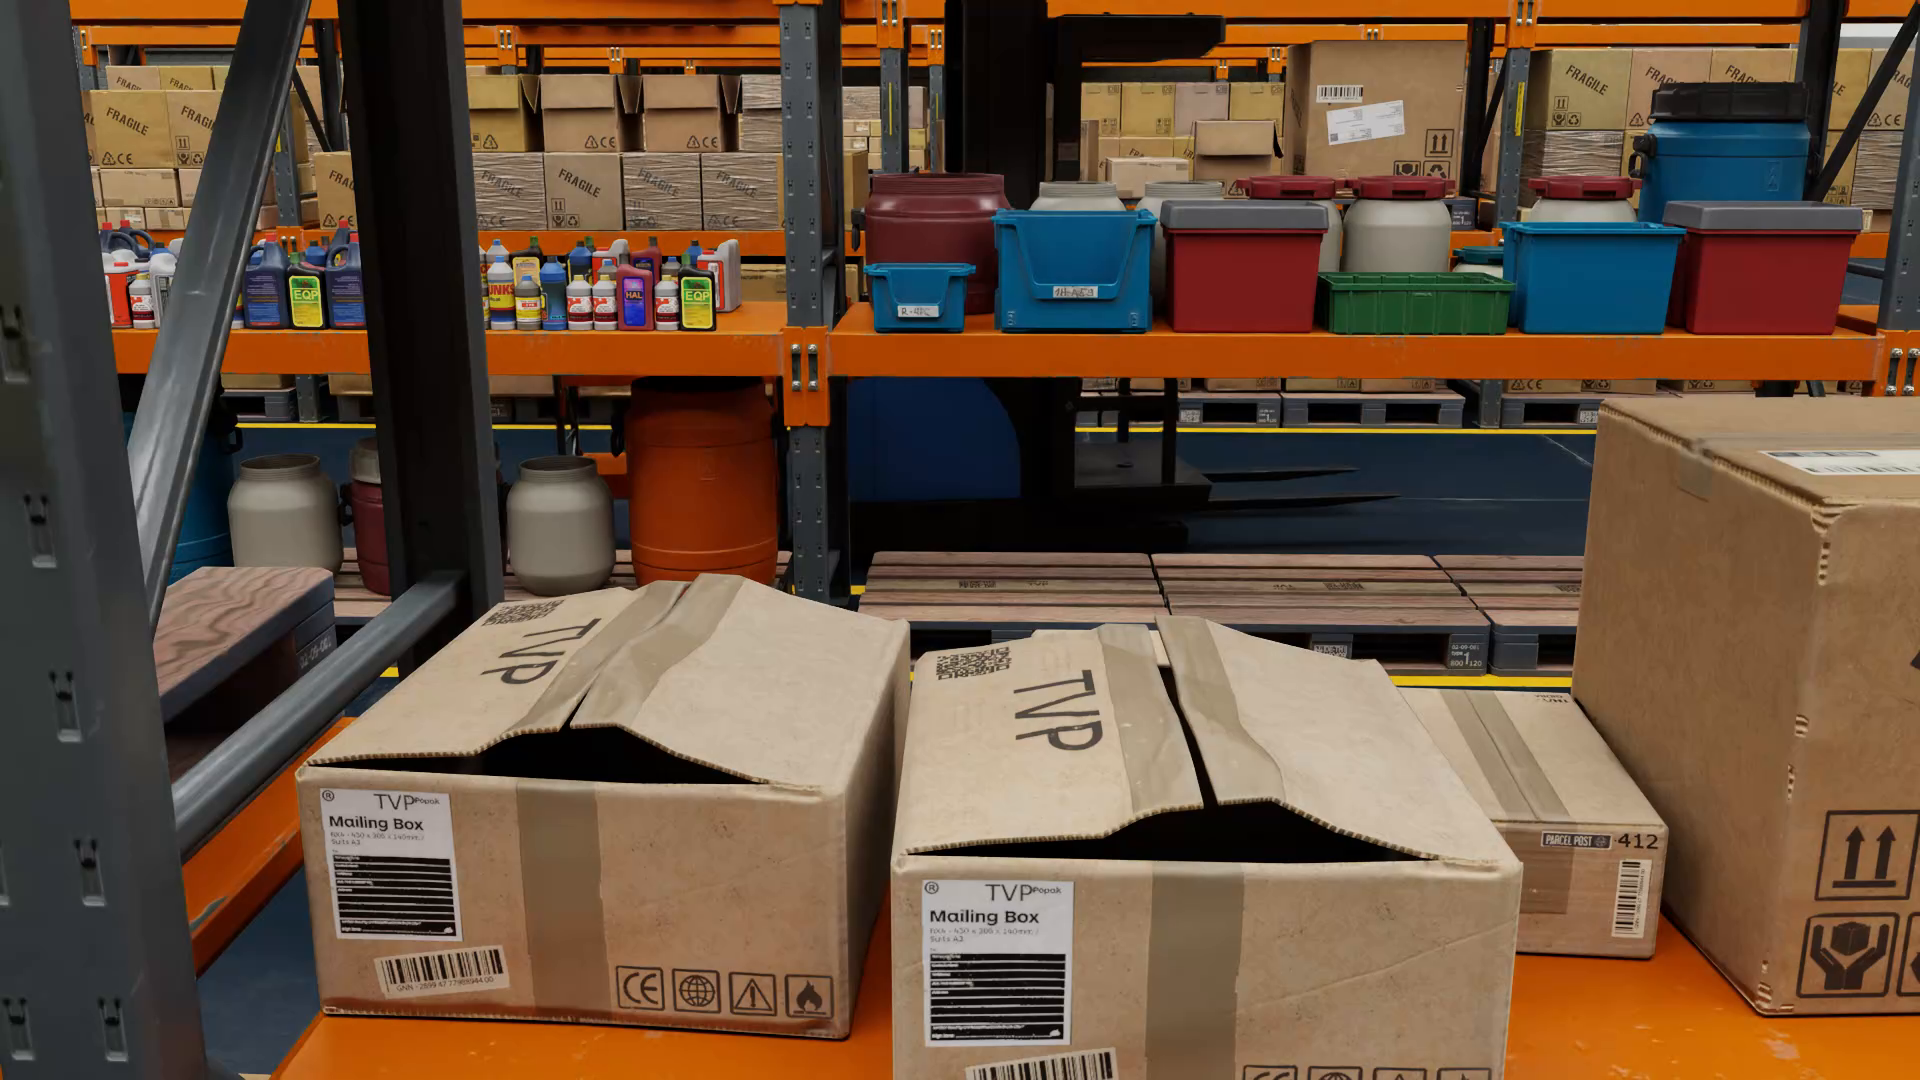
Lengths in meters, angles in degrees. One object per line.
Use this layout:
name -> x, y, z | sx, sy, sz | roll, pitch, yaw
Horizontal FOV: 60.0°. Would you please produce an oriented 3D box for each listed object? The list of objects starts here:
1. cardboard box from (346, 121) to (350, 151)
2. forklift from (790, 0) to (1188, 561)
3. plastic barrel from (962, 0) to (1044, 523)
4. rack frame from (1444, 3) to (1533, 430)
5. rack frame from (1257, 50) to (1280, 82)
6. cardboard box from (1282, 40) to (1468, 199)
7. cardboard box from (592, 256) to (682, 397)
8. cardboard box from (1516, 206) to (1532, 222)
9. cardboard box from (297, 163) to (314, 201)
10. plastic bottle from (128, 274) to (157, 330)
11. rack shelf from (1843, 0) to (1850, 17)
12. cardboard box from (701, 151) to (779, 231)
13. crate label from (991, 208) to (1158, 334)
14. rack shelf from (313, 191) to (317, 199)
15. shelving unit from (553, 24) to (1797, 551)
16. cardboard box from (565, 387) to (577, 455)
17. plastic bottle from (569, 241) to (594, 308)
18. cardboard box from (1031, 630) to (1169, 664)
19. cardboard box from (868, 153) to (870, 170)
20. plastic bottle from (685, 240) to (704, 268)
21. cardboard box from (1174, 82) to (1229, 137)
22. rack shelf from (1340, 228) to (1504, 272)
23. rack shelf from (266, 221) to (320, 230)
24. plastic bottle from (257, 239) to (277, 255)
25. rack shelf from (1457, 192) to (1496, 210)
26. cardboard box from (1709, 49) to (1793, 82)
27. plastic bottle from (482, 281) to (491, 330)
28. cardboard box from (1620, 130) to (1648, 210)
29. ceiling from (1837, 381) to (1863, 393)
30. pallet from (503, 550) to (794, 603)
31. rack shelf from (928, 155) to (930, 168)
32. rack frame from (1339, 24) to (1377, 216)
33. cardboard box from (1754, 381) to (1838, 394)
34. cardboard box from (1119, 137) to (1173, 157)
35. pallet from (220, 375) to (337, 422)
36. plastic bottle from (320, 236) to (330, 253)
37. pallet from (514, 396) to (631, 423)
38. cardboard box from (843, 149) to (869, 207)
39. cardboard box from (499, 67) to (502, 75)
cardboard box -> -5.712, -3.765, 15.953 | 0.500, 0.500, 0.500 | 0, 15, 1
forklift -> 19.700, 0.463, 1.014 | 38.938, 2.843, 20.528 | -2, 15, -7
plastic barrel -> 0.114, -1.489, 8.050 | 0.545, 2.708, 0.916 | 0, 15, 1
rack frame -> 3.565, -2.319, 11.248 | 0.127, 3.000, 1.000 | 0, 15, 1
rack frame -> 3.818, -4.846, 20.827 | 0.127, 3.000, 1.000 | 0, 15, 1
cardboard box -> 2.774, -2.853, 11.273 | 1.000, 1.000, 1.000 | 0, 15, 2
cardboard box -> -2.014, -1.538, 11.631 | 0.875, 0.875, 1.225 | 0, 15, 2
cardboard box -> 3.772, -2.119, 10.984 | 0.250, 0.149, 0.380 | 0, 15, 1
cardboard box -> -4.896, -2.512, 11.692 | 0.500, 0.250, 0.500 | 0, 15, 0
plastic bottle -> -3.066, -0.898, 6.251 | 0.097, 0.201, 0.097 | 0, 15, 0
rack shelf -> 5.437, -2.145, 6.120 | 4.000, 0.370, 1.077 | 0, 15, 1
cardboard box -> -1.432, -2.338, 11.125 | 0.500, 0.500, 0.500 | 0, 15, 1
crate label -> 0.426, -1.023, 6.269 | 0.616, 0.435, 0.502 | 0, 15, 1
rack shelf -> -6.205, -3.300, 16.379 | 4.000, 0.370, 1.077 | 0, 15, 1
shelving unit -> 5.668, -5.360, 16.898 | 16.808, 6.000, 18.826 | -1, 15, -5
cardboard box -> -1.879, -0.487, 7.980 | 0.046, 0.981, 0.474 | 0, 15, -1
plastic bottle -> -1.564, -1.100, 6.881 | 0.097, 0.271, 0.097 | 0, 15, 0
cardboard box -> 0.215, 0.239, 2.048 | 0.250, 0.149, 0.380 | 0, 15, 1
cardboard box -> -0.960, -3.579, 15.693 | 0.250, 0.149, 0.380 | 0, 15, 1
plastic bottle -> -1.100, -1.112, 6.928 | 0.097, 0.271, 0.097 | 0, 15, 0
cardboard box -> 2.276, -4.123, 15.930 | 0.500, 0.500, 0.700 | 0, 15, 2
rack shelf -> 1.565, -1.984, 11.389 | 4.000, 0.370, 1.077 | 0, 15, 1
rack shelf -> -6.432, -2.130, 11.562 | 3.809, 0.124, 0.919 | 0, 15, 1
plastic bottle -> -2.921, -1.119, 6.946 | 0.135, 0.276, 0.152 | 0, 15, 1
rack shelf -> 5.792, -3.222, 16.082 | 4.000, 0.370, 1.077 | 0, 15, 1
cardboard box -> 5.008, -2.920, 10.789 | 0.500, 0.500, 0.500 | 0, 15, 1
plastic bottle -> -1.808, -0.889, 6.220 | 0.097, 0.201, 0.097 | 0, 15, 0
cardboard box -> 4.512, -2.480, 11.080 | 0.500, 0.500, 0.875 | 0, 15, 1
ceiling -> 6.341, -1.290, 11.428 | 0.614, 0.500, 0.614 | 0, 15, 1
pallet -> -1.350, 0.272, 6.894 | 1.213, 0.211, 1.003 | 0, 15, 1
rack shelf -> -2.057, -5.803, 25.865 | 4.000, 0.370, 1.077 | 0, 15, 1
rack frame -> 3.792, -3.583, 16.040 | 0.127, 3.000, 1.000 | 0, 15, 1
cardboard box -> 5.716, -1.299, 11.462 | 0.500, 0.500, 0.500 | 2, 15, 7
cardboard box -> 1.746, -3.576, 15.817 | 0.500, 0.500, 0.500 | 0, 15, 1
pallet -> -5.191, -1.047, 11.896 | 1.213, 0.211, 1.003 | 0, 15, 1
plastic bottle -> -2.689, -1.133, 6.984 | 0.133, 0.283, 0.061 | 0, 15, 1
pallet -> -2.437, -1.029, 11.828 | 1.213, 0.211, 1.003 | 0, 15, 1
cardboard box -> -0.913, -2.466, 11.609 | 0.500, 0.500, 0.500 | 1, 15, 3
cardboard box -> -4.650, -4.376, 16.306 | 0.500, 0.500, 0.500 | 1, 15, 3
